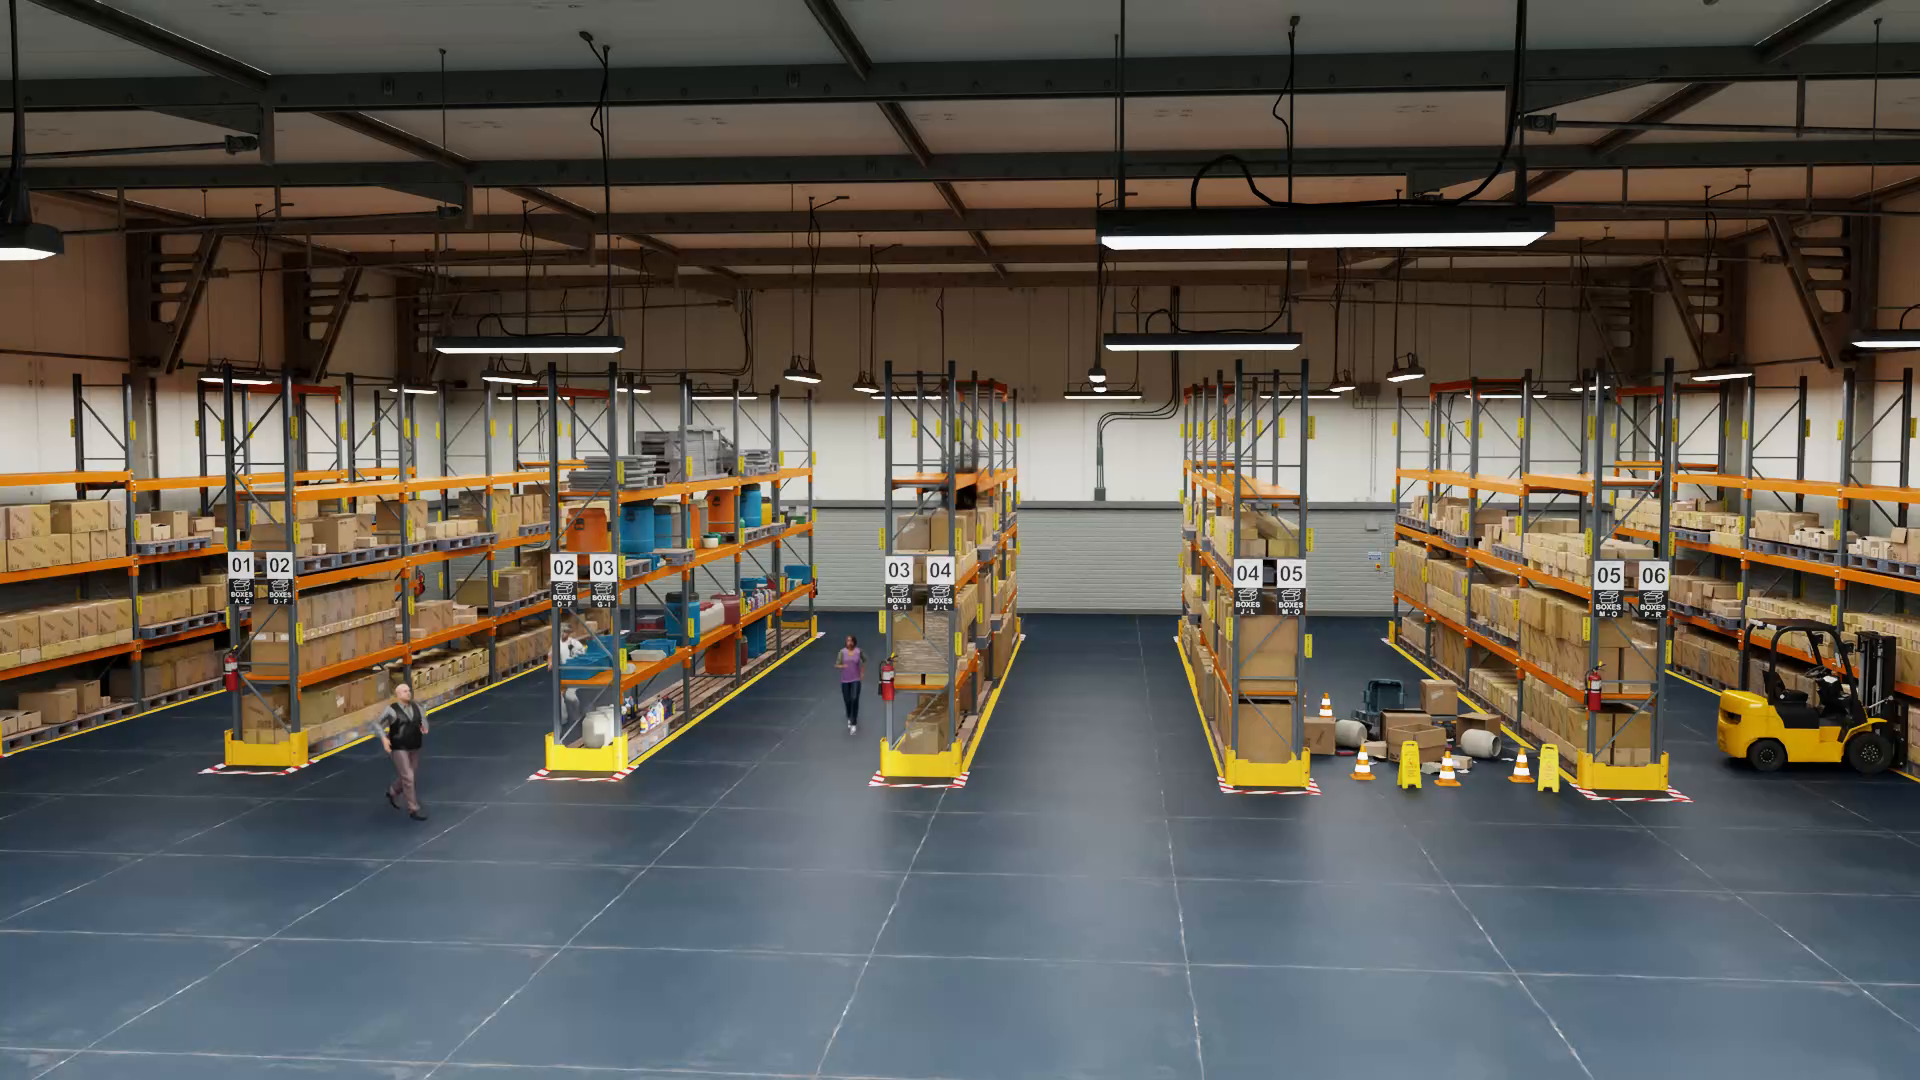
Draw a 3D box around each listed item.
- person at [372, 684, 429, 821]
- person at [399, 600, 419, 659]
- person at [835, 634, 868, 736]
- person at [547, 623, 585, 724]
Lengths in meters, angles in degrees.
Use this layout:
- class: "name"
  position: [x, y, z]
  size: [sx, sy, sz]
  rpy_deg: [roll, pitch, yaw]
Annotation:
- class: "person"
  position: [-7.161, 2.706, 21.450]
  size: [0.966, 1.703, 0.670]
  rpy_deg: [3, 5, 35]
- class: "person"
  position: [-11.161, 1.989, 33.764]
  size: [0.613, 1.606, 0.547]
  rpy_deg: [0, 4, -1]
- class: "person"
  position: [-1.805, 2.374, 27.551]
  size: [0.520, 1.635, 0.706]
  rpy_deg: [0, 4, 4]
- class: "person"
  position: [-6.745, 2.270, 28.372]
  size: [0.660, 1.727, 0.604]
  rpy_deg: [0, 4, 5]
